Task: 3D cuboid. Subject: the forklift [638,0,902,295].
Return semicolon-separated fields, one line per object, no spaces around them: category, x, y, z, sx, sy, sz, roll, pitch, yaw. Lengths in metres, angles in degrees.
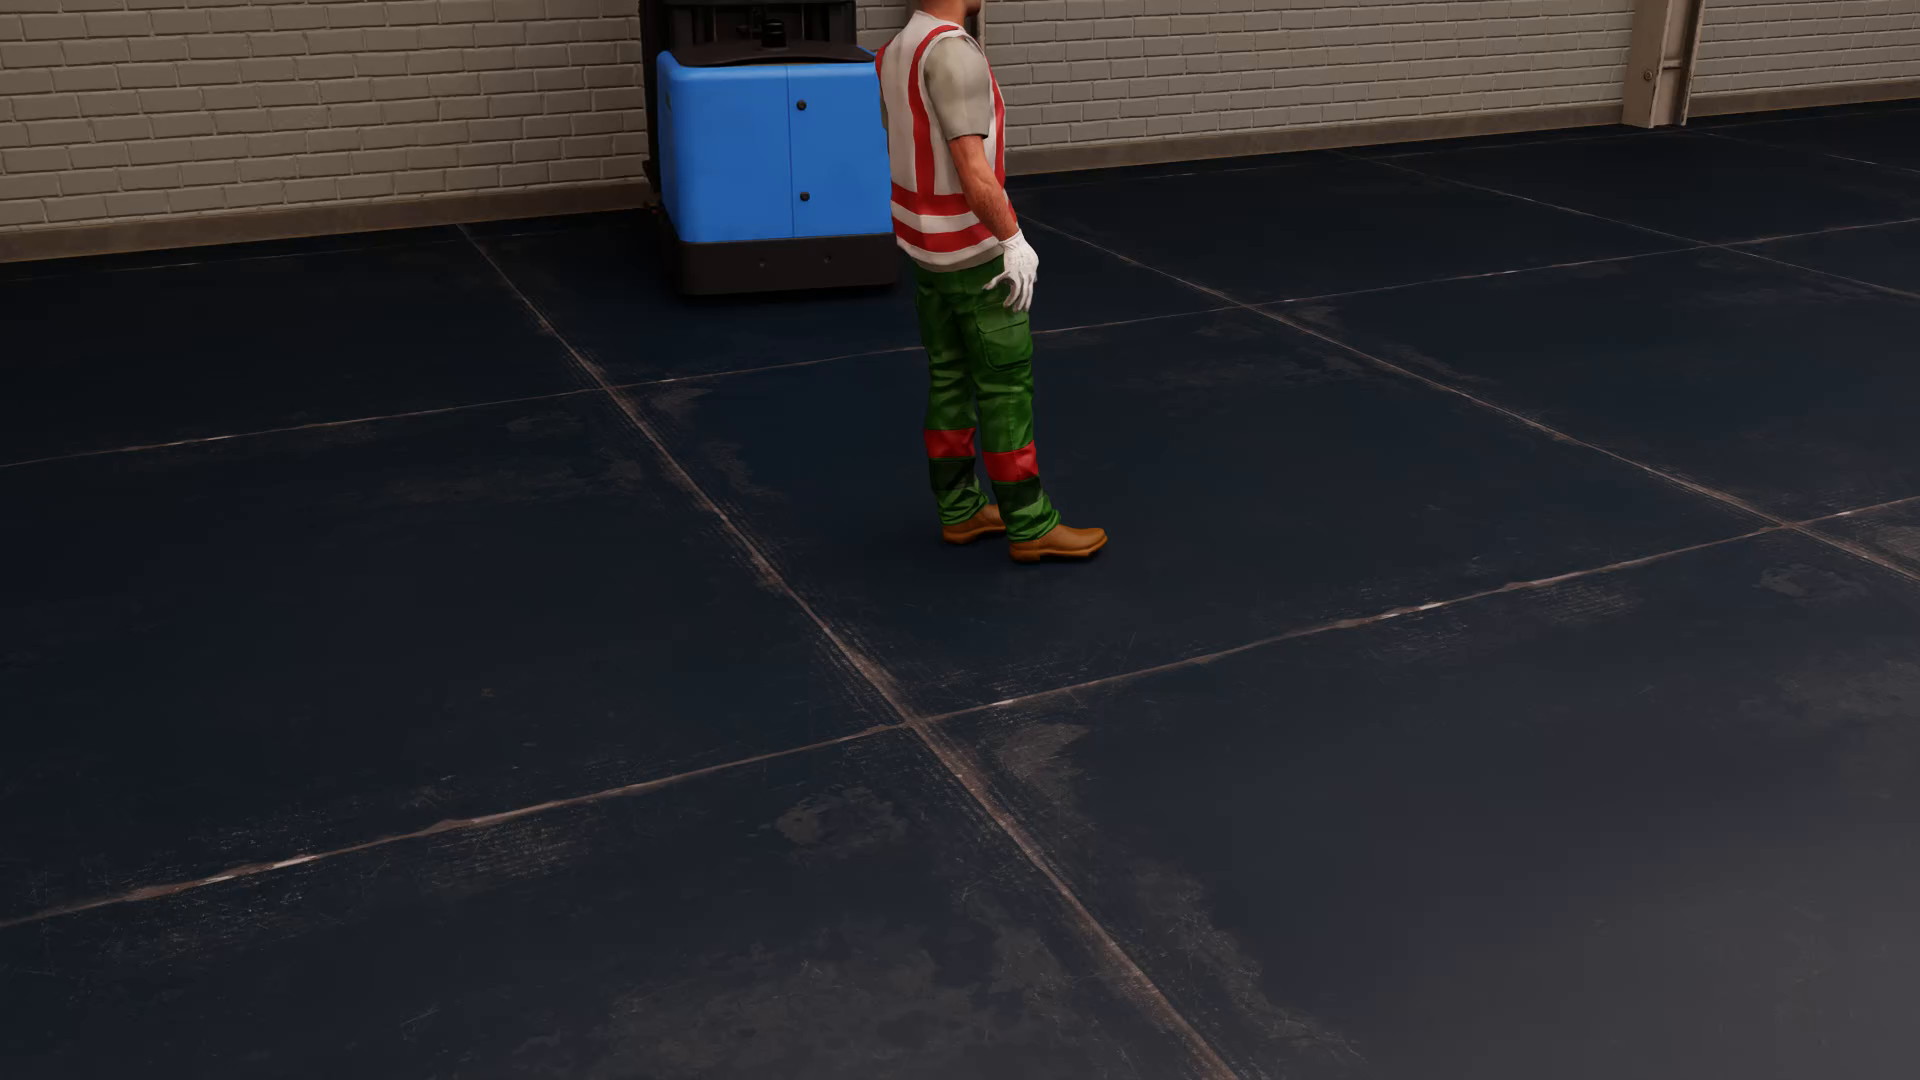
forklift;-1.129;-3.011;8.533;1.130;2.935;3.031;-5;23;-13

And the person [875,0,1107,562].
person;0.078;-0.842;4.782;0.562;1.790;0.637;-10;25;-23
